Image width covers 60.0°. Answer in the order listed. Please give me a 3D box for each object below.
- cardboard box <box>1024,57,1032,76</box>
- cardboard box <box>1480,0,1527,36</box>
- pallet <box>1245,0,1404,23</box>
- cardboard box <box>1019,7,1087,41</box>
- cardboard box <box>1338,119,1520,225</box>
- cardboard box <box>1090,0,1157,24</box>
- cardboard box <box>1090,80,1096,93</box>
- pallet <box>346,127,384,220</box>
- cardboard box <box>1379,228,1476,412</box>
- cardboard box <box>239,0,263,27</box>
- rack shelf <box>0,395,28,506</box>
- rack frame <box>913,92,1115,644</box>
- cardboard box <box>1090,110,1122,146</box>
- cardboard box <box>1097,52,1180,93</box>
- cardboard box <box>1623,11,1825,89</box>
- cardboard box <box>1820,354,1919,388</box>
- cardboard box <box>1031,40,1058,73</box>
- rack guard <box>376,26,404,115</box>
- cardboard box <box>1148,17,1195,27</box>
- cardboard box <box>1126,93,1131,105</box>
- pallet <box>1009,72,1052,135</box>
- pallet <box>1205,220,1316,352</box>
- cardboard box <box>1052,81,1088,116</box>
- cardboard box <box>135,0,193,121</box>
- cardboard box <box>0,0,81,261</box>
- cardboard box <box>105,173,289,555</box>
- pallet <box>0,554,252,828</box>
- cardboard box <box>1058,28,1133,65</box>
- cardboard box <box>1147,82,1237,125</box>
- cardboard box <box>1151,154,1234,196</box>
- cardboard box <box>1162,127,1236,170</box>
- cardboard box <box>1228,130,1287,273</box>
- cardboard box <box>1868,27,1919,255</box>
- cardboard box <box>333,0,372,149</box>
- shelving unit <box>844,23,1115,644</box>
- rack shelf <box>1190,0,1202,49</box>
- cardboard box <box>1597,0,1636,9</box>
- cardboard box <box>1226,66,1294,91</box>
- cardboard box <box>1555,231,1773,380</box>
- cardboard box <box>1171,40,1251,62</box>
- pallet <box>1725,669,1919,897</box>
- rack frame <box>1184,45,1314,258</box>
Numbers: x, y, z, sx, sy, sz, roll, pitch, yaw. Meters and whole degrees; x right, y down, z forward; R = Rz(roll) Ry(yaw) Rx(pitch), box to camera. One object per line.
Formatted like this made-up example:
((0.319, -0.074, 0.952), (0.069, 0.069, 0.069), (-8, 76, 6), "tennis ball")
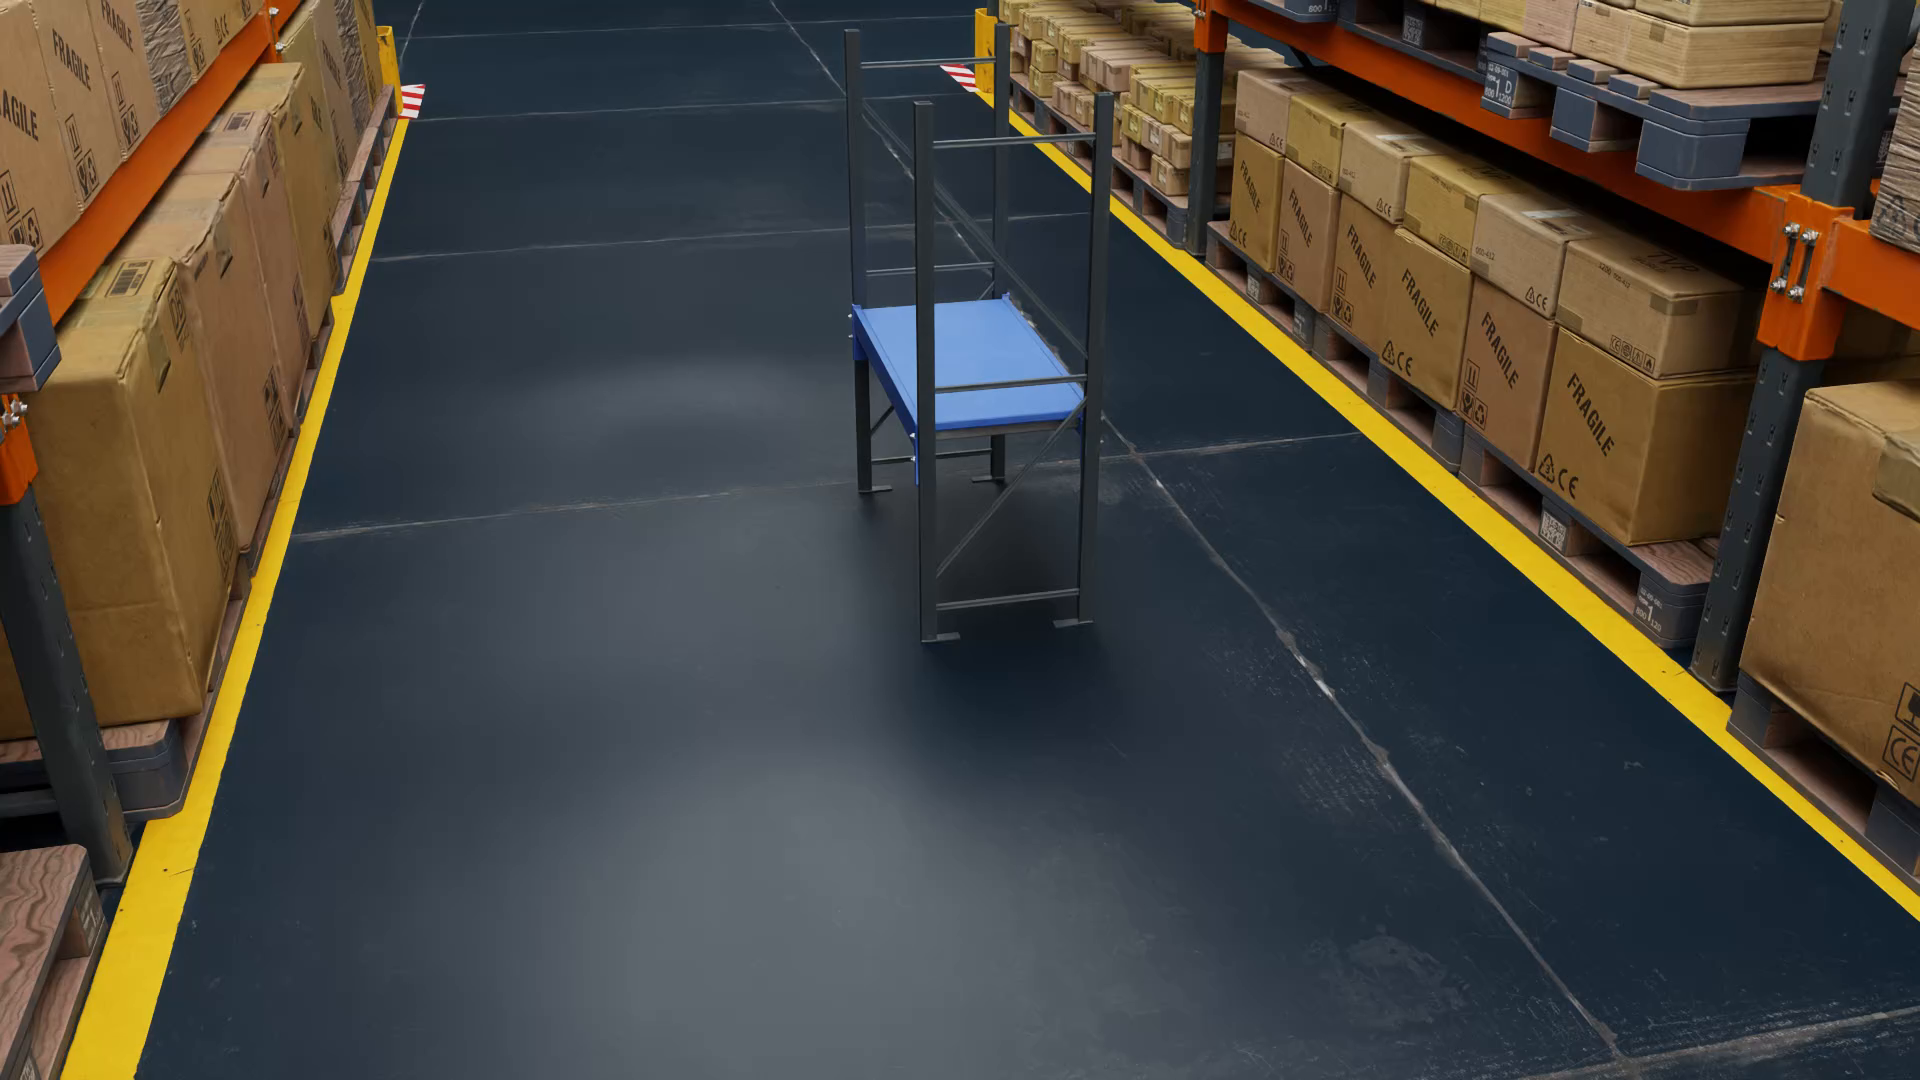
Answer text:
((0.626, -3.059, 10.679), (0.380, 0.149, 0.250), (-6, 27, -12), "cardboard box")
((1.760, -1.578, 4.860), (0.380, 0.149, 0.250), (-6, 27, -12), "cardboard box")
((1.613, -2.321, 6.733), (1.003, 0.211, 1.213), (-6, 27, -12), "pallet")
((0.580, -3.196, 10.292), (0.380, 0.149, 0.250), (-6, 27, -12), "cardboard box")
((1.725, -1.354, 6.080), (0.500, 0.250, 0.500), (-5, 27, -10), "cardboard box")
((1.048, -3.371, 10.637), (0.380, 0.149, 0.250), (-5, 27, -11), "cardboard box")
((0.954, -2.615, 9.470), (0.380, 0.149, 0.250), (-5, 27, -9), "cardboard box")
((-3.646, -1.931, 8.842), (1.003, 0.211, 1.213), (-6, 27, -12), "pallet")
((1.833, -0.794, 5.802), (0.500, 0.500, 0.500), (-7, 28, -14), "cardboard box")
((-2.901, -2.165, 6.099), (0.500, 0.500, 0.500), (-6, 27, -11), "cardboard box")
((-1.920, 0.657, 1.417), (1.077, 0.370, 4.000), (-6, 27, -12), "rack shelf")
((0.134, -0.409, 4.396), (0.500, 1.500, 0.032), (-6, 27, -12), "rack frame")
((0.929, -2.264, 9.104), (0.380, 0.149, 0.250), (-6, 27, -12), "cardboard box")
((0.956, -2.515, 8.942), (0.380, 0.149, 0.250), (-7, 28, -14), "cardboard box")
((1.925, -1.246, 4.203), (0.380, 0.149, 0.250), (-5, 27, -11), "cardboard box")
((2.573, -0.409, 5.040), (0.500, 0.500, 0.500), (-7, 28, -14), "cardboard box")
((0.649, -2.956, 10.146), (0.380, 0.149, 0.250), (-5, 27, -10), "cardboard box")
((-4.179, -2.948, 10.537), (1.175, 0.500, 0.348), (-6, 27, -12), "rack guard")
((1.342, -3.037, 9.976), (0.380, 0.149, 0.250), (-5, 27, -10), "cardboard box")
((1.090, -2.264, 8.774), (0.380, 0.149, 0.250), (-6, 27, -11), "cardboard box")
((0.847, -2.875, 10.711), (1.003, 0.211, 1.213), (-6, 27, -12), "pallet")
((1.760, -1.171, 7.335), (1.003, 0.211, 1.213), (-6, 27, -12), "pallet")
((0.761, -2.607, 9.783), (0.380, 0.149, 0.250), (-7, 28, -14), "cardboard box")
((-2.563, -1.498, 4.778), (0.500, 0.500, 0.500), (-6, 27, -11), "cardboard box")
((-2.215, -0.827, 3.449), (0.500, 0.500, 0.500), (-5, 27, -10), "cardboard box")
((-2.700, -0.478, 4.760), (1.225, 0.875, 0.875), (-6, 27, -11), "cardboard box")
((-2.475, 0.349, 4.324), (1.003, 0.211, 1.213), (-6, 27, -12), "pallet")
((0.784, -2.853, 9.611), (0.380, 0.149, 0.250), (-6, 27, -11), "cardboard box")
((1.153, -2.175, 8.268), (0.380, 0.149, 0.250), (-6, 27, -11), "cardboard box")
((1.162, -1.809, 8.204), (0.380, 0.149, 0.250), (-6, 27, -11), "cardboard box")
((1.202, -1.911, 8.074), (0.380, 0.149, 0.250), (-5, 27, -11), "cardboard box")
((1.491, -1.477, 7.156), (0.500, 0.500, 0.500), (-5, 27, -10), "cardboard box")
((2.322, -0.821, 3.437), (0.500, 0.500, 0.500), (-6, 27, -11), "cardboard box")
((-3.747, -2.620, 9.005), (0.875, 0.875, 0.875), (-6, 27, -12), "cardboard box")
((0.019, -0.632, 4.838), (0.538, 1.500, 1.048), (-6, 27, -12), "shelving unit")
((1.132, -3.314, 9.285), (1.077, 0.370, 4.000), (-6, 27, -12), "rack shelf")
((1.867, -1.497, 4.369), (0.380, 0.149, 0.250), (-5, 27, -10), "cardboard box")
((1.598, -2.343, 8.600), (0.380, 0.149, 0.250), (-6, 27, -12), "cardboard box")
((2.075, -0.681, 4.746), (0.500, 0.250, 0.500), (-7, 28, -13), "cardboard box")
((1.397, -2.686, 9.280), (0.380, 0.149, 0.250), (-7, 28, -14), "cardboard box")
((2.588, 0.598, 3.832), (1.003, 0.211, 1.213), (-6, 27, -12), "pallet")
((1.583, -2.757, 7.383), (1.000, 3.000, 0.127), (-6, 27, -12), "rack frame")
